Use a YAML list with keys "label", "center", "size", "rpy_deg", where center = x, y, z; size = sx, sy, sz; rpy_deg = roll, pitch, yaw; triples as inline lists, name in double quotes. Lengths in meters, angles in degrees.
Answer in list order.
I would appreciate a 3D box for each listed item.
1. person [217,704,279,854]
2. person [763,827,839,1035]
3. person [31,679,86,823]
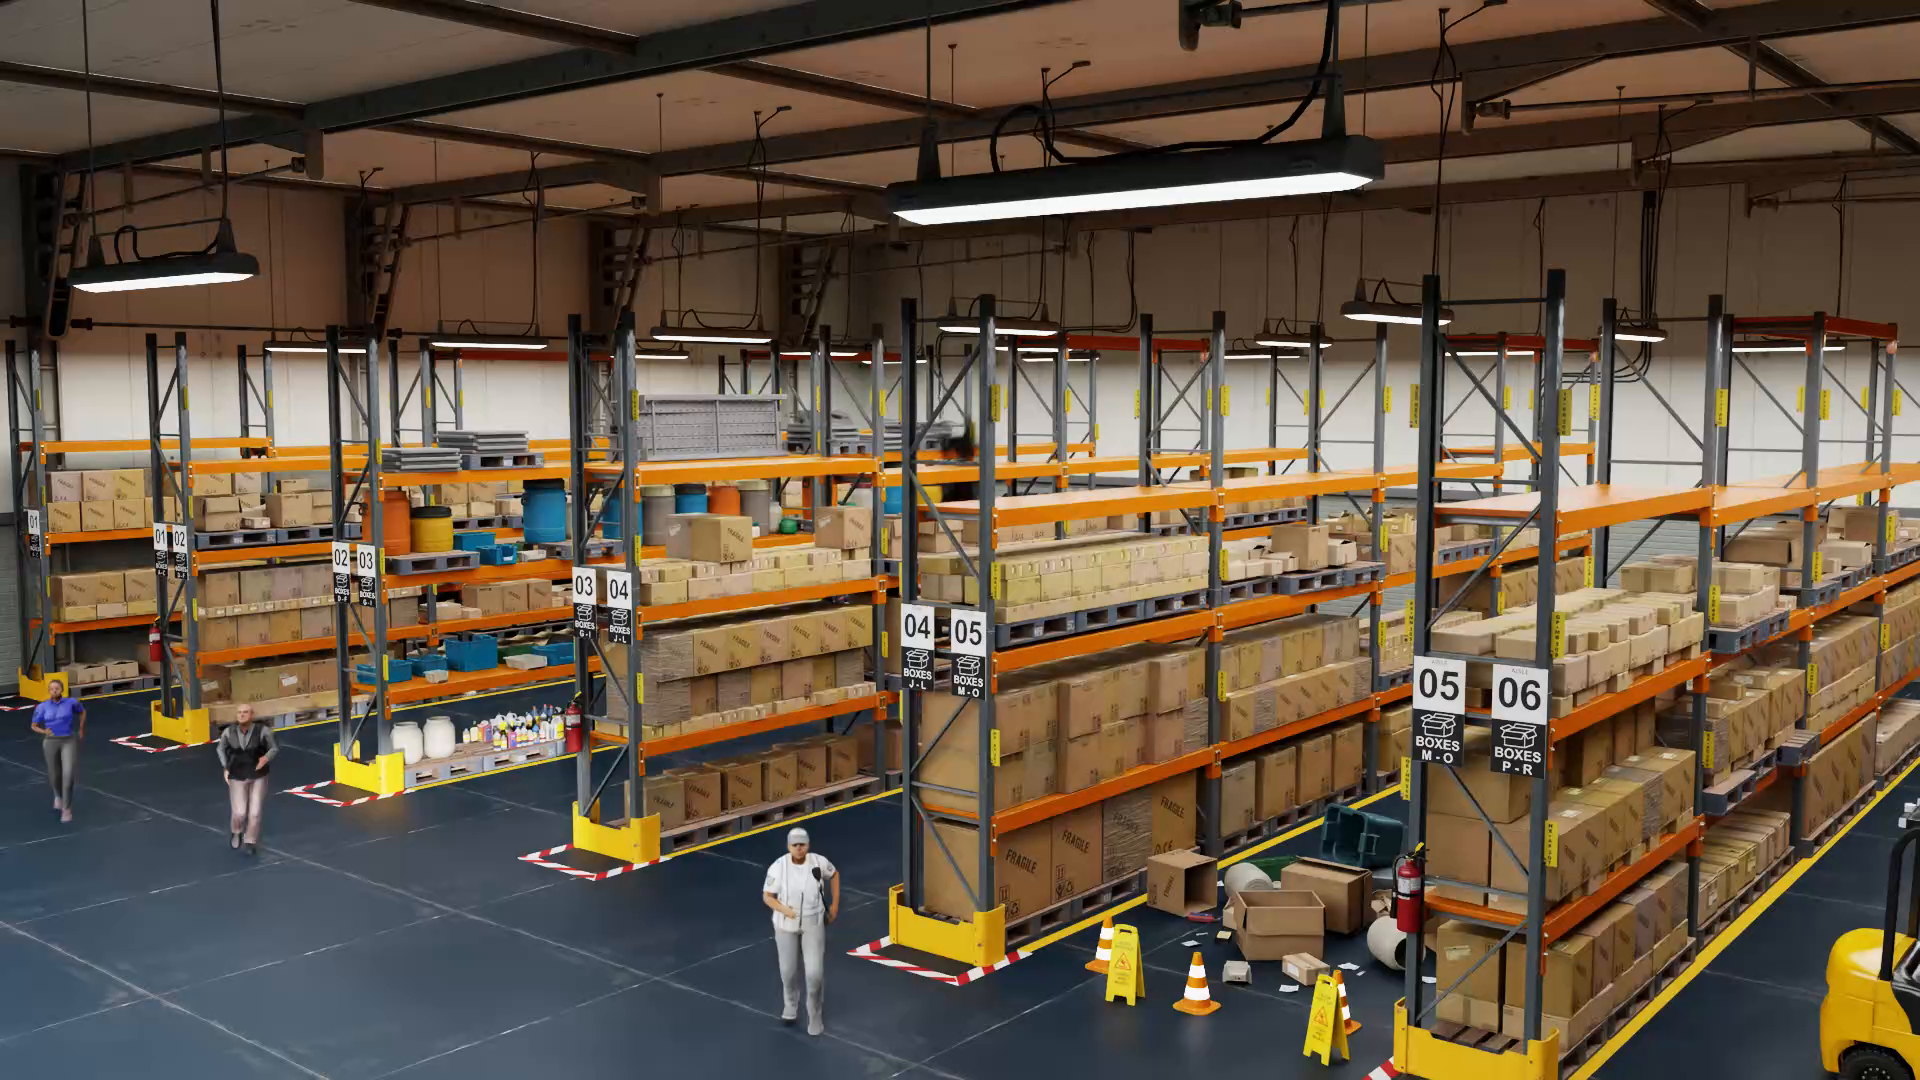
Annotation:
- label: "person"
  center: [-7.900, 2.699, 18.459]
  size: [0.645, 1.616, 0.581]
  rpy_deg: [-2, 5, -20]
- label: "person"
  center: [-1.276, 3.157, 13.410]
  size: [0.621, 1.725, 0.710]
  rpy_deg: [-1, 5, -7]
- label: "person"
  center: [-10.932, 2.532, 20.186]
  size: [0.582, 1.706, 0.800]
  rpy_deg: [-2, 6, -23]
